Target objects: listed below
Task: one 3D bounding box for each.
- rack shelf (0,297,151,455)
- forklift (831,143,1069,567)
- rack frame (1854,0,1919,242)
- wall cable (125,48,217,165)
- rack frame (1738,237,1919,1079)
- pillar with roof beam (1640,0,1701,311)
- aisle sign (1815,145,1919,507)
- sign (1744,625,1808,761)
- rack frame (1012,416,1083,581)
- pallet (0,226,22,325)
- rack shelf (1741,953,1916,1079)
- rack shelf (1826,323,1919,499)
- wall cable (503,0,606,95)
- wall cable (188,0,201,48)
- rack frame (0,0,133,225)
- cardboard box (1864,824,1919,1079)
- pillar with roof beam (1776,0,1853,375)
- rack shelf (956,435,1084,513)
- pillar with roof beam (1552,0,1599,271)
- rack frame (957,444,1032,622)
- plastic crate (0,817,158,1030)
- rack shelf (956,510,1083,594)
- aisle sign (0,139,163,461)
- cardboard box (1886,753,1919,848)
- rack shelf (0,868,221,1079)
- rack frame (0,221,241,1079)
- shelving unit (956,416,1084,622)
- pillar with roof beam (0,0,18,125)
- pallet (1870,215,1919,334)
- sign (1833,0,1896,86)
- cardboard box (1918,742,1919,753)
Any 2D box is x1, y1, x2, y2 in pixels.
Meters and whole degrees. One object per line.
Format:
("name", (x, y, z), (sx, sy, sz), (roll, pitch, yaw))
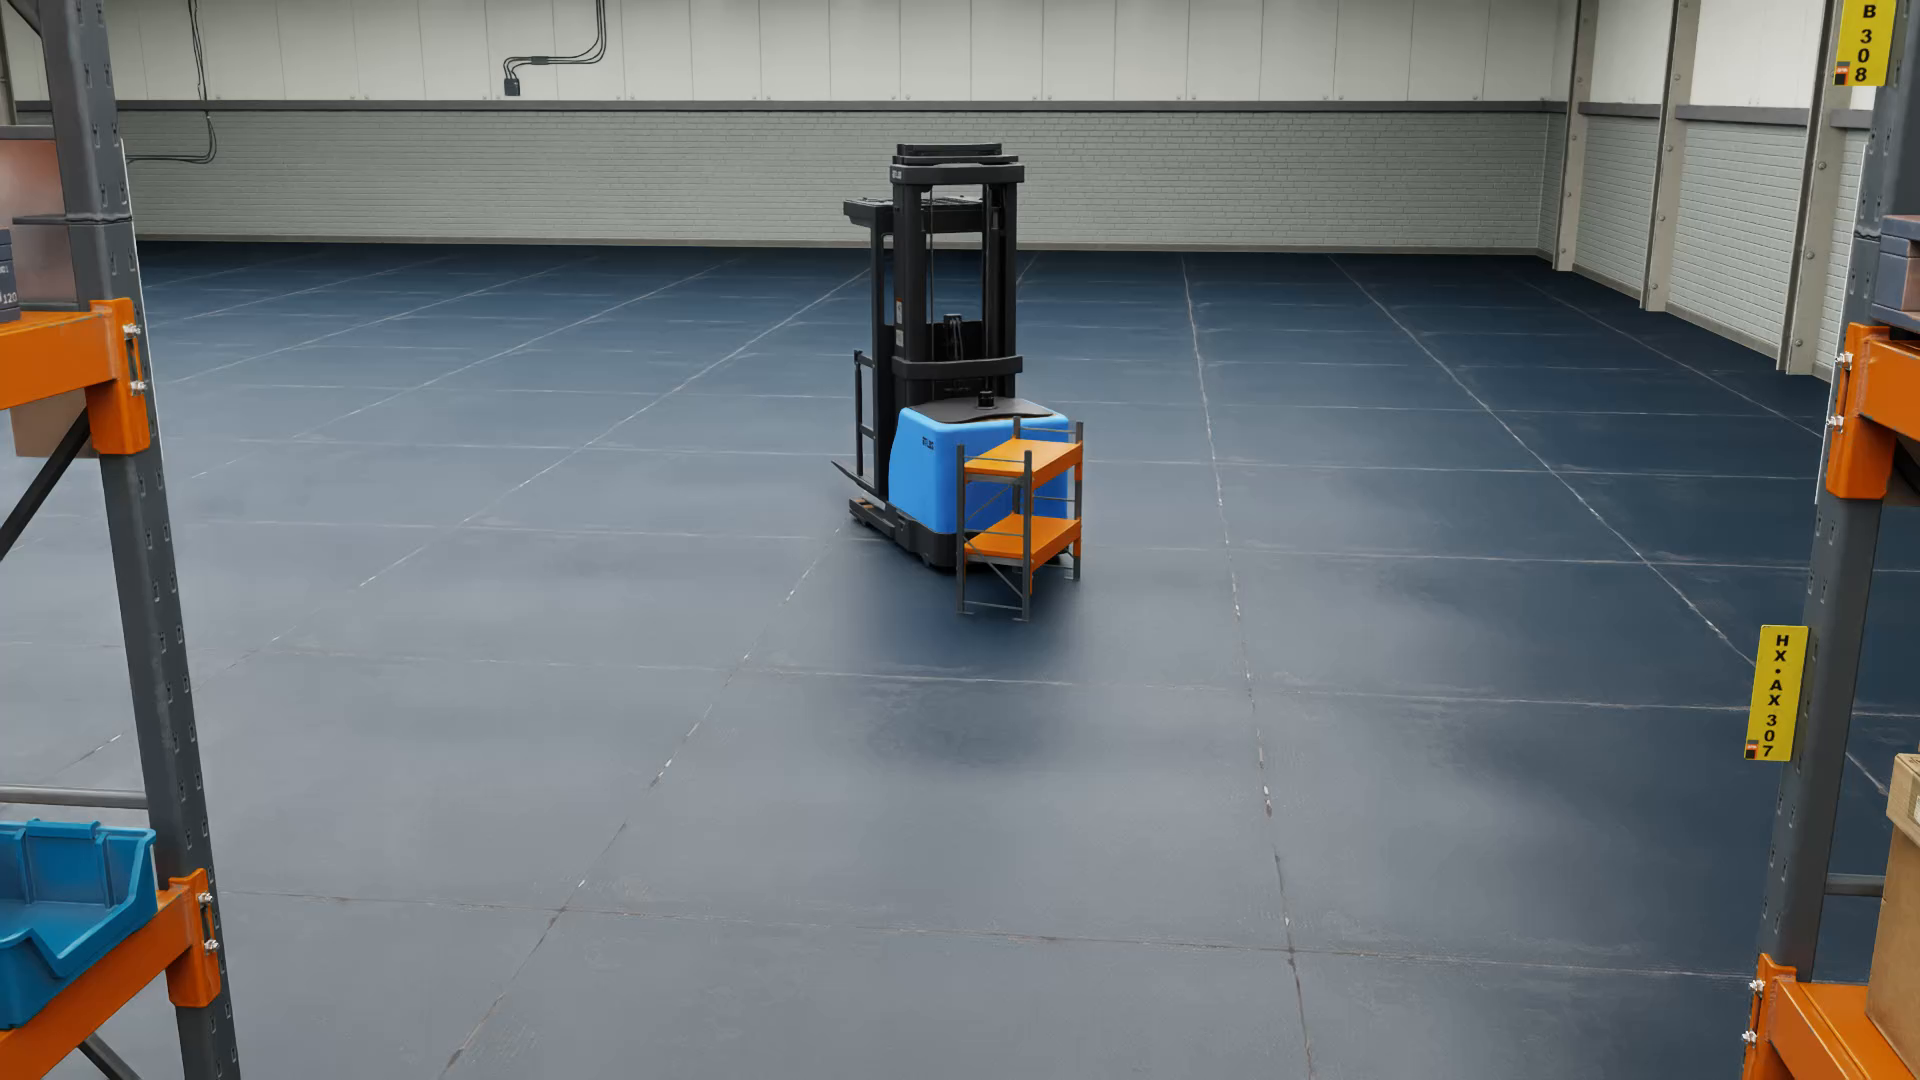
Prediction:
("rack shelf", (-2.729, 0.097, 2.189), (1.077, 0.370, 4.000), (2, 15, 6))
("forklift", (-0.235, -1.565, 12.836), (1.130, 2.935, 3.031), (-6, 16, -21))
("rack frame", (2.417, -2.070, 3.079), (1.000, 3.000, 0.127), (2, 15, 6))
("wall cable", (-18.147, -9.653, 37.070), (3.097, 2.526, 0.112), (2, 15, 6))
("rack frame", (2.417, 0.826, 3.862), (1.000, 3.000, 0.127), (2, 15, 6))
("pillar with roof beam", (6.551, -8.070, 25.266), (9.100, 9.000, 0.400), (2, 15, 6))
("aisle sign", (2.121, -0.455, 3.619), (0.394, 0.787, 0.004), (2, 15, 6))
("sign", (1.867, 0.352, 3.804), (0.100, 0.325, 0.005), (2, 15, 6))
("rack frame", (0.605, -0.288, 11.572), (0.500, 1.125, 0.032), (6, 16, 22))
("pallet", (-2.694, -0.466, 3.255), (1.003, 0.211, 1.213), (2, 15, 6))
("rack shelf", (2.192, 1.692, 2.037), (1.077, 0.370, 4.000), (2, 15, 6))
("rack shelf", (2.192, 0.244, 1.646), (1.077, 0.370, 4.000), (2, 15, 6))
("wall cable", (-8.716, -12.510, 35.172), (2.305, 6.003, 0.169), (2, 15, 6))
("wall cable", (-15.459, -12.011, 36.116), (3.097, 2.526, 0.112), (2, 15, 6))
("rack frame", (-2.504, -2.217, 3.622), (1.000, 3.000, 0.127), (2, 15, 6))
("cardboard box", (2.352, 0.898, 3.402), (0.700, 0.500, 0.500), (2, 15, 6))
("pillar with roof beam", (5.874, -6.514, 19.511), (9.100, 9.000, 0.400), (2, 15, 6))
("rack shelf", (0.410, -0.448, 11.043), (0.538, 0.278, 1.000), (6, 16, 22))
("pillar with roof beam", (7.228, -9.626, 31.021), (9.100, 9.000, 0.400), (2, 15, 6))
("rack frame", (0.216, -0.043, 10.666), (0.500, 1.125, 0.032), (6, 16, 22))
("plastic crate", (-2.263, 0.889, 3.912), (0.499, 0.251, 0.616), (2, 15, 6))
("rack shelf", (0.410, 0.071, 11.183), (0.538, 0.278, 1.000), (6, 16, 22))
("aisle sign", (-2.201, -0.586, 4.102), (0.394, 0.787, 0.004), (2, 15, 6))
("cardboard box", (2.159, 0.560, 3.411), (0.380, 0.149, 0.250), (2, 15, 6))
("rack shelf", (-2.729, 1.545, 2.580), (1.077, 0.370, 4.000), (2, 15, 6))
("rack frame", (-2.504, 0.679, 4.405), (1.000, 3.000, 0.127), (2, 15, 6))
("shelving unit", (0.410, -0.165, 11.119), (0.538, 1.125, 1.048), (6, 16, 22))
("pillar with roof beam", (-15.516, -10.300, 33.514), (9.100, 9.000, 0.400), (2, 15, 6))
("pallet", (2.312, -0.397, 2.806), (1.003, 0.211, 1.213), (2, 15, 6))
("sign", (1.867, -1.100, 3.412), (0.100, 0.325, 0.005), (2, 15, 6))
("cardboard box", (2.346, 0.286, 3.182), (0.700, 0.500, 0.500), (2, 15, 6))
